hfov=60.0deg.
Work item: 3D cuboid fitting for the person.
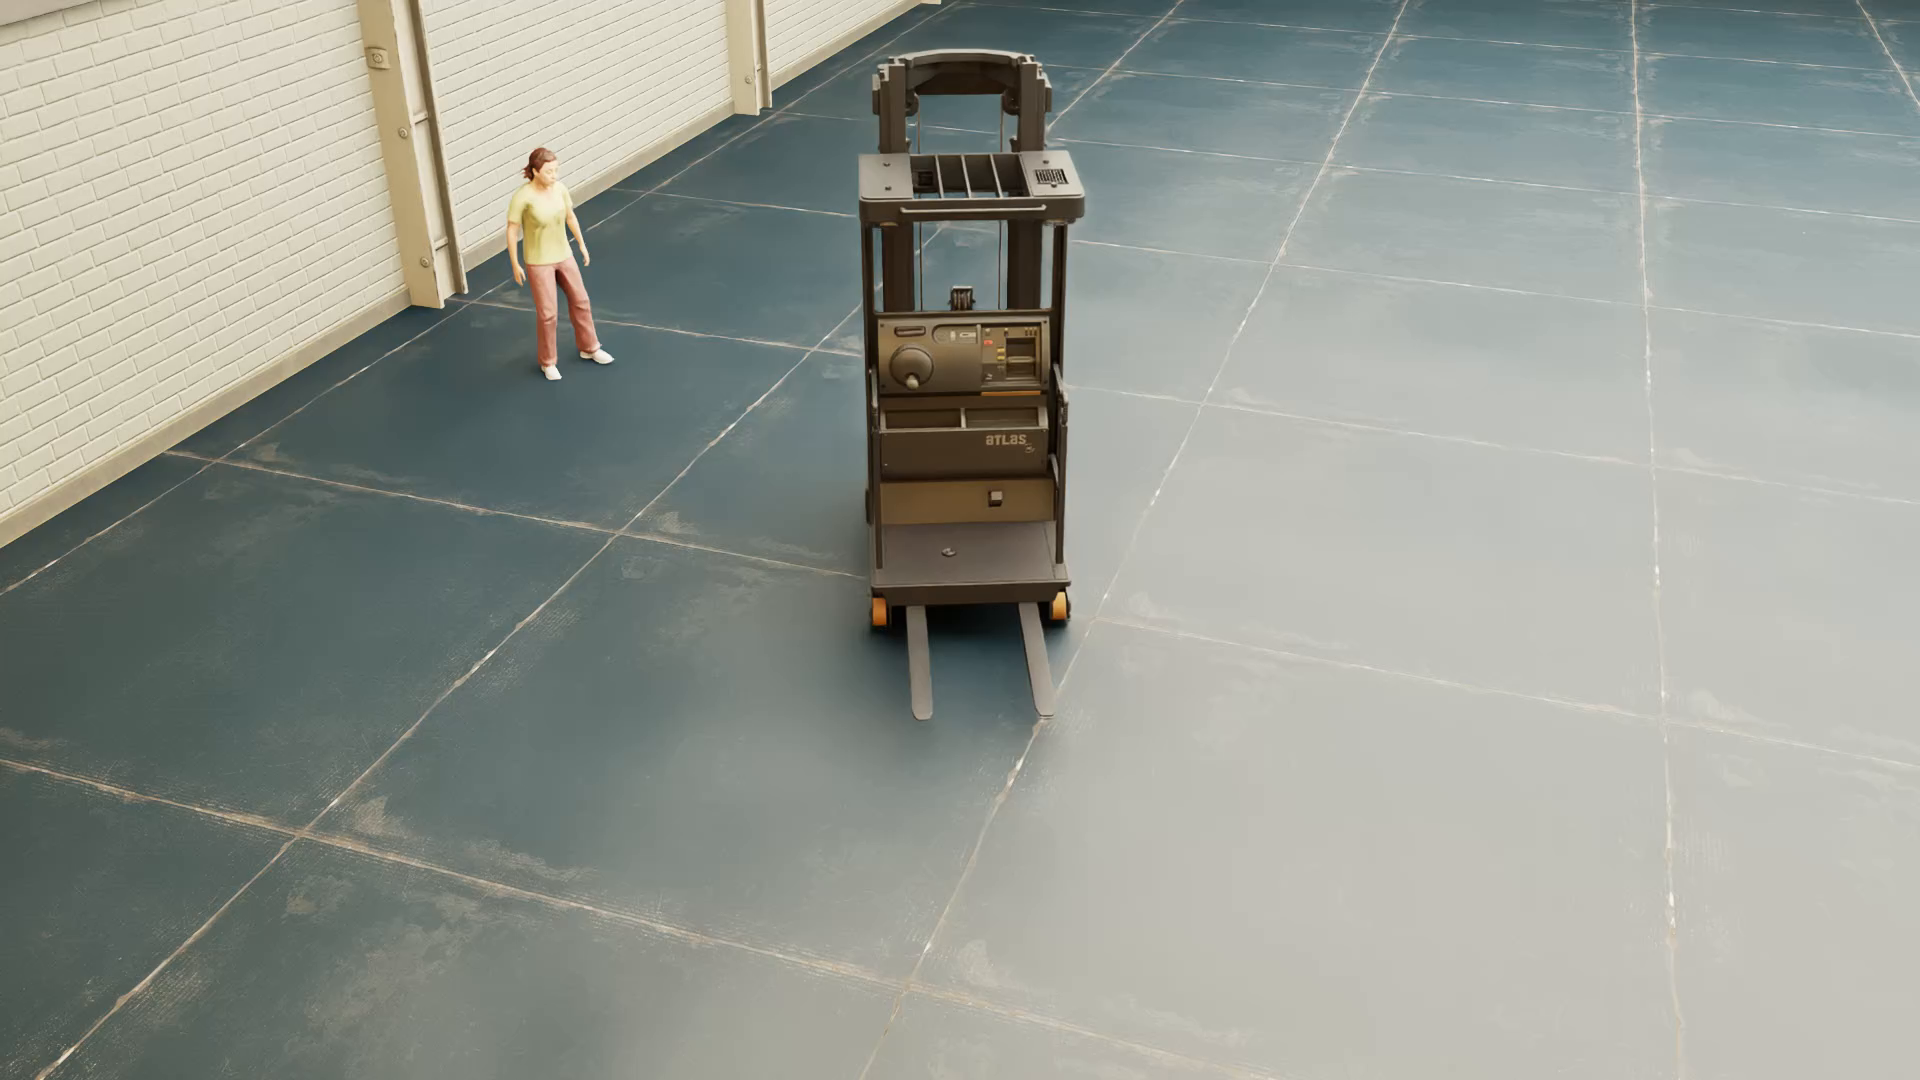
[{"bbox_3d":[-2.910,-1.994,11.915,0.375,1.667,0.612,25,38,36],"label":"person"}]

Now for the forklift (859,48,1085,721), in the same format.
[{"bbox_3d":[0.036,-0.960,8.821,1.130,2.935,3.031,-2,30,-3],"label":"forklift"}]
